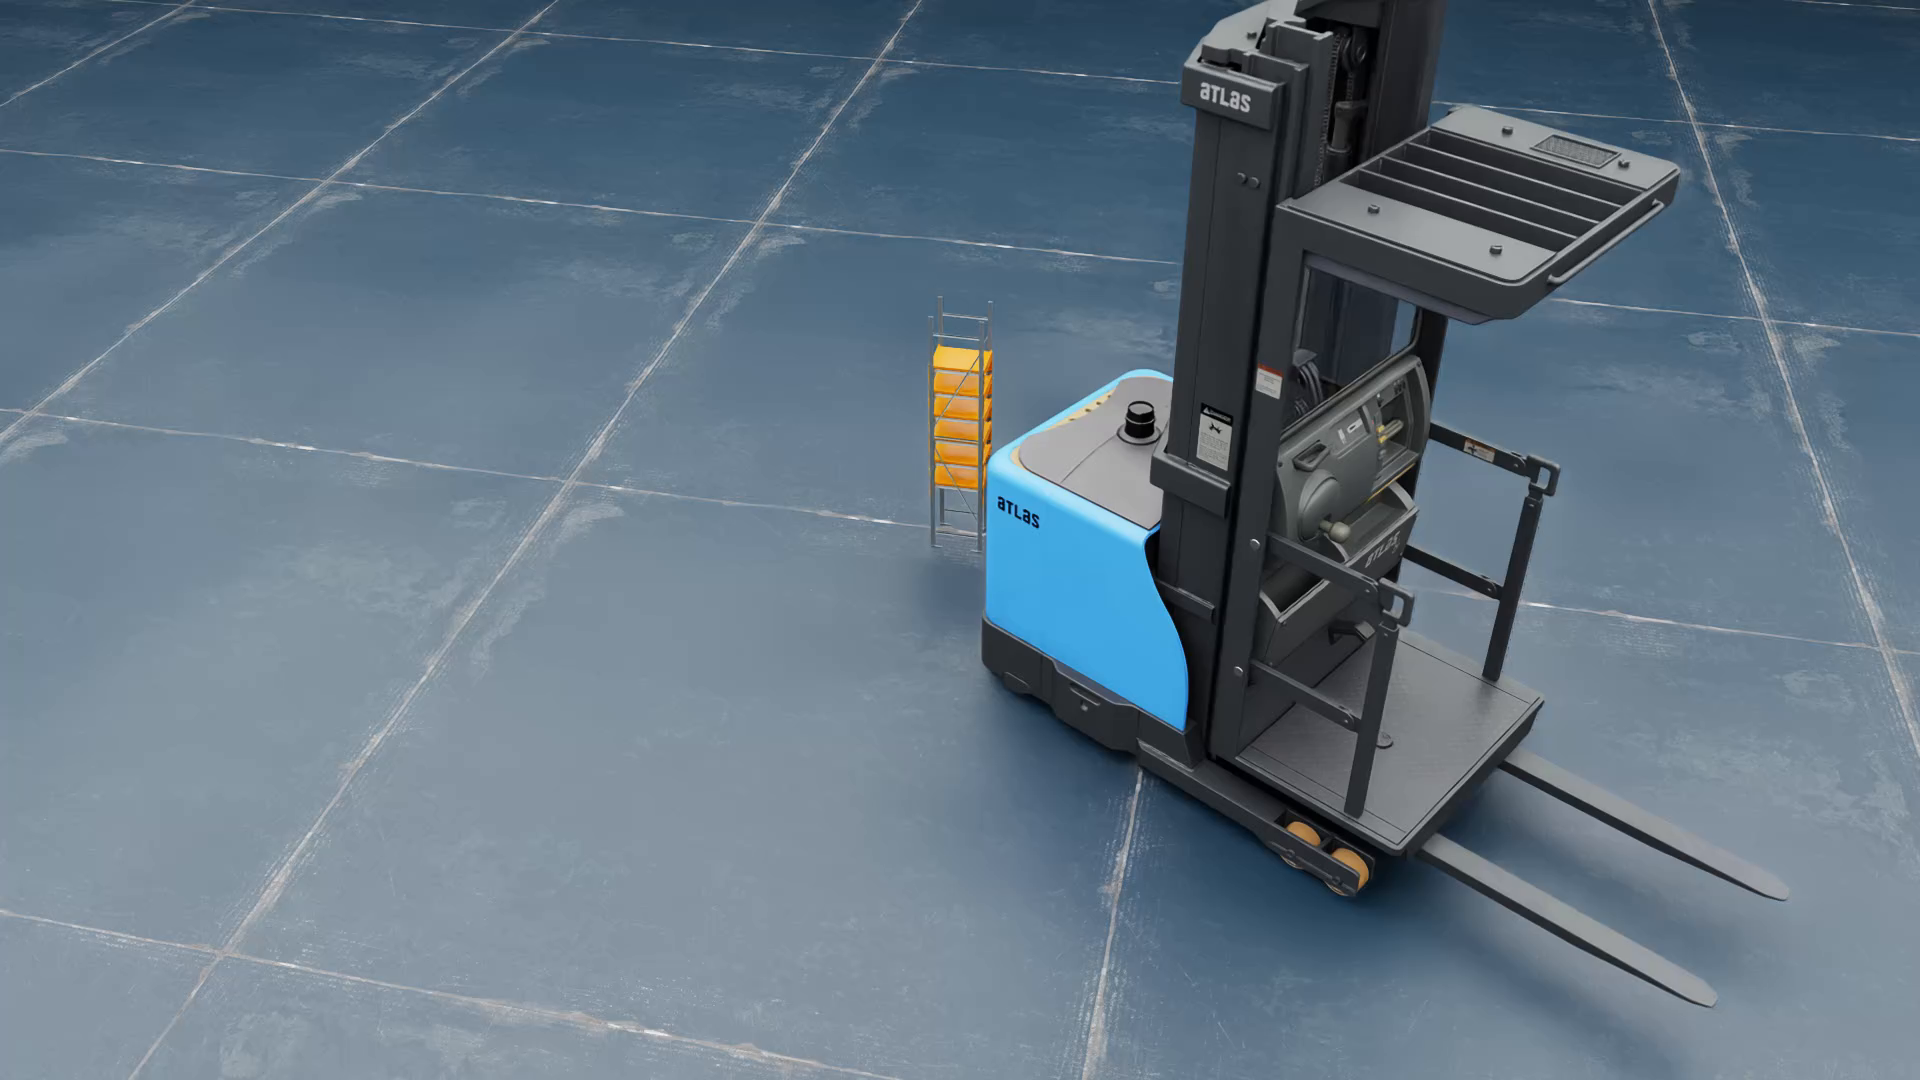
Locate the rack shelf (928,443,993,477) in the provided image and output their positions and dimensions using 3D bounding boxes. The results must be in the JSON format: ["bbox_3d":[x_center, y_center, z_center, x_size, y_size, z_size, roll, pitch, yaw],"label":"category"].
[{"bbox_3d":[0.003,-0.361,7.506,0.258,0.103,0.180,7,37,10],"label":"rack shelf"}]

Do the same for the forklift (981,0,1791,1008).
[{"bbox_3d":[1.514,-0.258,5.609,3.031,2.935,1.130,28,45,33],"label":"forklift"}]

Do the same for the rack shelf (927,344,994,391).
[{"bbox_3d":[0.003,-0.750,7.224,0.258,0.103,0.180,7,37,10],"label":"rack shelf"}]

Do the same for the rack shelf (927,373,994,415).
[{"bbox_3d":[0.003,-0.652,7.295,0.258,0.103,0.180,7,37,10],"label":"rack shelf"}]

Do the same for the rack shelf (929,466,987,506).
[{"bbox_3d":[0.003,-0.264,7.576,0.258,0.103,0.180,7,37,10],"label":"rack shelf"}]

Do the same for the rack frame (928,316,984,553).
[{"bbox_3d":[-0.016,-0.442,7.337,0.240,1.200,0.006,7,37,10],"label":"rack frame"}]

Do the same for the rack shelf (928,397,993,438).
[{"bbox_3d":[0.003,-0.555,7.365,0.258,0.103,0.180,7,37,10],"label":"rack shelf"}]

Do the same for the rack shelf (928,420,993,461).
[{"bbox_3d":[0.003,-0.458,7.435,0.258,0.103,0.180,7,37,10],"label":"rack shelf"}]

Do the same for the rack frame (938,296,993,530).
[{"bbox_3d":[0.023,-0.547,7.482,0.240,1.200,0.006,7,37,10],"label":"rack frame"}]

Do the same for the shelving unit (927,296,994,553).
[{"bbox_3d":[0.003,-0.494,7.409,0.258,1.200,0.189,7,37,10],"label":"shelving unit"}]
